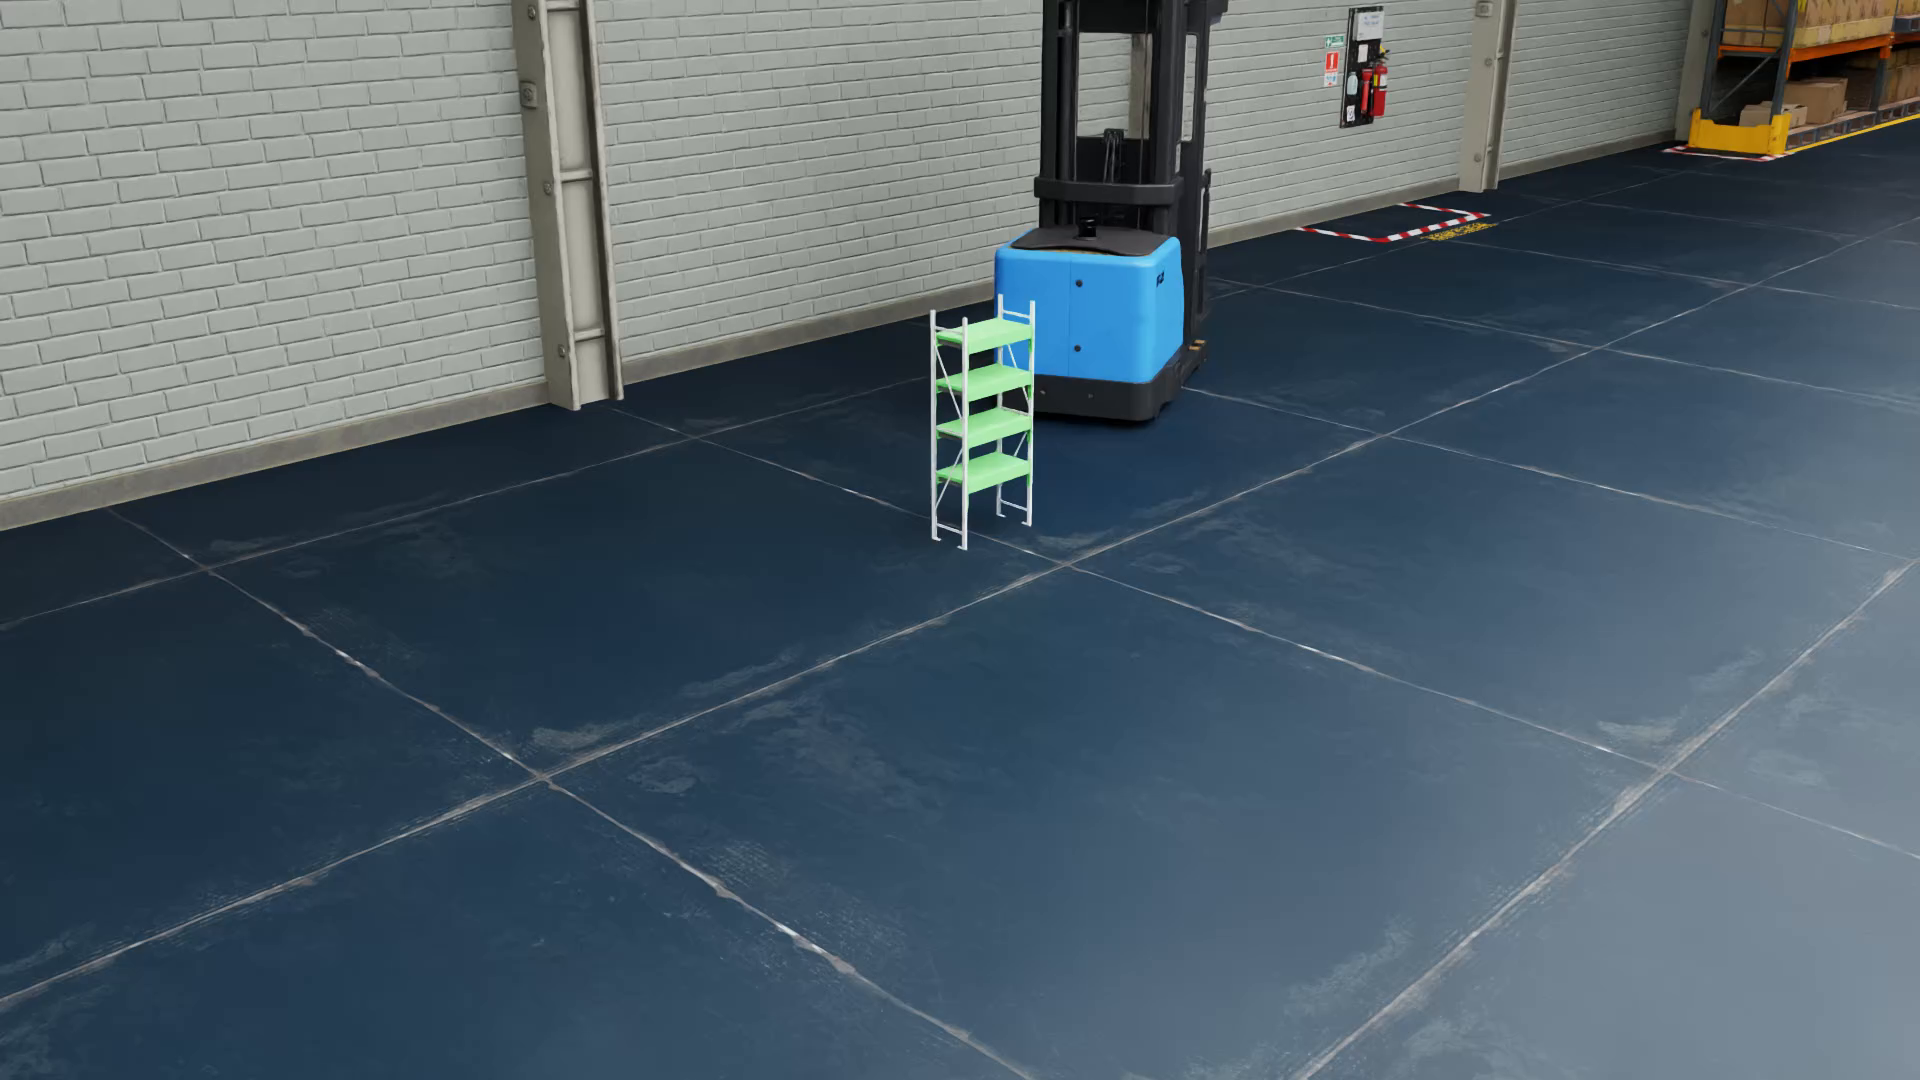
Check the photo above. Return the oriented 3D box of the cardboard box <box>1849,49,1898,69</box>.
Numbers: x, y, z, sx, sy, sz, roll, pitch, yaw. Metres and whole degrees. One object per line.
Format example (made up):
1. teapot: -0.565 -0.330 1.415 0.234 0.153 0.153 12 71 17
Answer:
1. cardboard box: 13.817 -7.278 25.155 0.500 0.250 0.500 19 28 40

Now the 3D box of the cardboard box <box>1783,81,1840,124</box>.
1. cardboard box: 11.713 -6.070 23.058 0.700 0.500 0.500 17 27 37

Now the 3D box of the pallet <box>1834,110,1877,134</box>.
1. pallet: 12.567 -6.099 24.148 1.003 0.211 1.213 19 28 41

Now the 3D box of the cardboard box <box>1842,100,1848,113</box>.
1. cardboard box: 12.659 -6.320 24.172 0.380 0.166 0.250 15 26 34

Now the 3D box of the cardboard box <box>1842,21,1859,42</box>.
1. cardboard box: 11.854 -6.935 22.618 0.500 0.250 0.500 20 28 41

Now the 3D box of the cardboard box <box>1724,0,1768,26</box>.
1. cardboard box: 10.397 -7.018 21.787 0.500 0.500 0.500 19 28 40

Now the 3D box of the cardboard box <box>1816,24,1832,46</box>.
1. cardboard box: 11.140 -6.676 21.944 0.500 0.250 0.500 18 28 39

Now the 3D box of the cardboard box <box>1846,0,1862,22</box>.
1. cardboard box: 11.837 -7.282 22.476 0.500 0.500 0.500 -19 28 -40

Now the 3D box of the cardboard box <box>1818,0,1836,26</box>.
1. cardboard box: 11.120 -7.015 21.781 0.500 0.500 0.500 19 28 41

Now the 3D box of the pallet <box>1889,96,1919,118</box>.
1. pallet: 14.404 -6.796 25.962 1.003 0.211 1.213 19 28 41

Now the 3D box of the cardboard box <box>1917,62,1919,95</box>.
1. cardboard box: 14.893 -7.347 26.381 0.700 0.500 0.500 19 28 41

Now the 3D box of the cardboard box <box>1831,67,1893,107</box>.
1. cardboard box: 13.512 -6.814 24.993 0.500 0.500 0.700 -19 28 -40

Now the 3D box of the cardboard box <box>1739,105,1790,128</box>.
1. cardboard box: 10.767 -5.659 22.253 0.500 0.311 0.500 15 26 35

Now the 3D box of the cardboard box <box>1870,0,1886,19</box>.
1. cardboard box: 12.558 -7.543 23.154 0.500 0.500 0.500 19 28 40

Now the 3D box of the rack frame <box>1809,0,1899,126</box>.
1. rack frame: 13.011 -7.582 24.120 1.000 3.000 0.127 19 28 41

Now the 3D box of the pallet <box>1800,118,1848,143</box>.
1. pallet: 11.716 -5.784 23.328 1.003 0.211 1.213 19 28 41

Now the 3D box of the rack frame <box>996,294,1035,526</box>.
1. rack frame: 0.286 -0.665 8.633 0.240 1.200 0.015 19 28 41

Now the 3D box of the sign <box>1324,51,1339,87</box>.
1. sign: 3.692 -4.683 16.527 0.001 0.329 0.234 19 28 41

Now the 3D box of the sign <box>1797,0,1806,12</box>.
1. sign: 10.609 -6.822 20.936 0.100 0.325 0.005 19 28 41

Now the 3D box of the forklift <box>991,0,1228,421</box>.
1. forklift: 1.147 -2.604 11.264 1.130 2.935 3.031 7 22 17

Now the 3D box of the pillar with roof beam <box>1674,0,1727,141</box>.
1. pillar with roof beam: 13.173 -8.673 18.597 9.100 9.000 0.400 19 28 41

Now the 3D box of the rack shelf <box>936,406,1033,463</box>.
1. rack shelf: 0.115 -0.543 8.493 0.258 0.148 0.480 19 28 41

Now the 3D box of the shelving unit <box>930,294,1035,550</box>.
1. shelving unit: 0.115 -0.603 8.470 0.258 1.200 0.503 19 28 41

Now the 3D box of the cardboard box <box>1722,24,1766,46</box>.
1. cardboard box: 10.407 -6.662 21.907 0.500 0.250 0.500 -20 28 -41

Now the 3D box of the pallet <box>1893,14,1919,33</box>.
1. pallet: 13.648 -7.653 24.571 1.003 0.211 1.213 19 28 41

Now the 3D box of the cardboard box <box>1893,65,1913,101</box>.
1. cardboard box: 14.222 -7.080 25.686 0.700 0.500 0.500 20 28 41

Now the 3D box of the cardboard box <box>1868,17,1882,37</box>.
1. cardboard box: 12.544 -7.198 23.301 0.500 0.250 0.500 19 28 41

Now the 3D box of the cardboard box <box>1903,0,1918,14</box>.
1. cardboard box: 13.785 -8.098 24.710 0.500 0.500 0.700 -17 27 -37

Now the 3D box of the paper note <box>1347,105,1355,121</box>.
1. paper note: 3.979 -4.343 16.920 0.016 0.148 0.142 19 28 41

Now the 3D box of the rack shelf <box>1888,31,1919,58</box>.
1. rack shelf: 14.406 -7.760 25.587 1.077 0.370 4.000 19 28 41

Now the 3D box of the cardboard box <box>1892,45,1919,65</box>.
1. cardboard box: 14.538 -7.536 25.827 0.500 0.250 0.500 19 28 40

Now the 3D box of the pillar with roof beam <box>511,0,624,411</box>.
1. pillar with roof beam: 0.616 -4.046 6.559 9.100 9.000 0.400 19 28 41

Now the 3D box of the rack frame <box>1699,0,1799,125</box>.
1. rack frame: 10.220 -6.554 21.445 1.000 3.000 0.127 19 28 41

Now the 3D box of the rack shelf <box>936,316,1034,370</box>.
1. rack shelf: 0.115 -0.991 8.321 0.258 0.148 0.480 19 28 41
